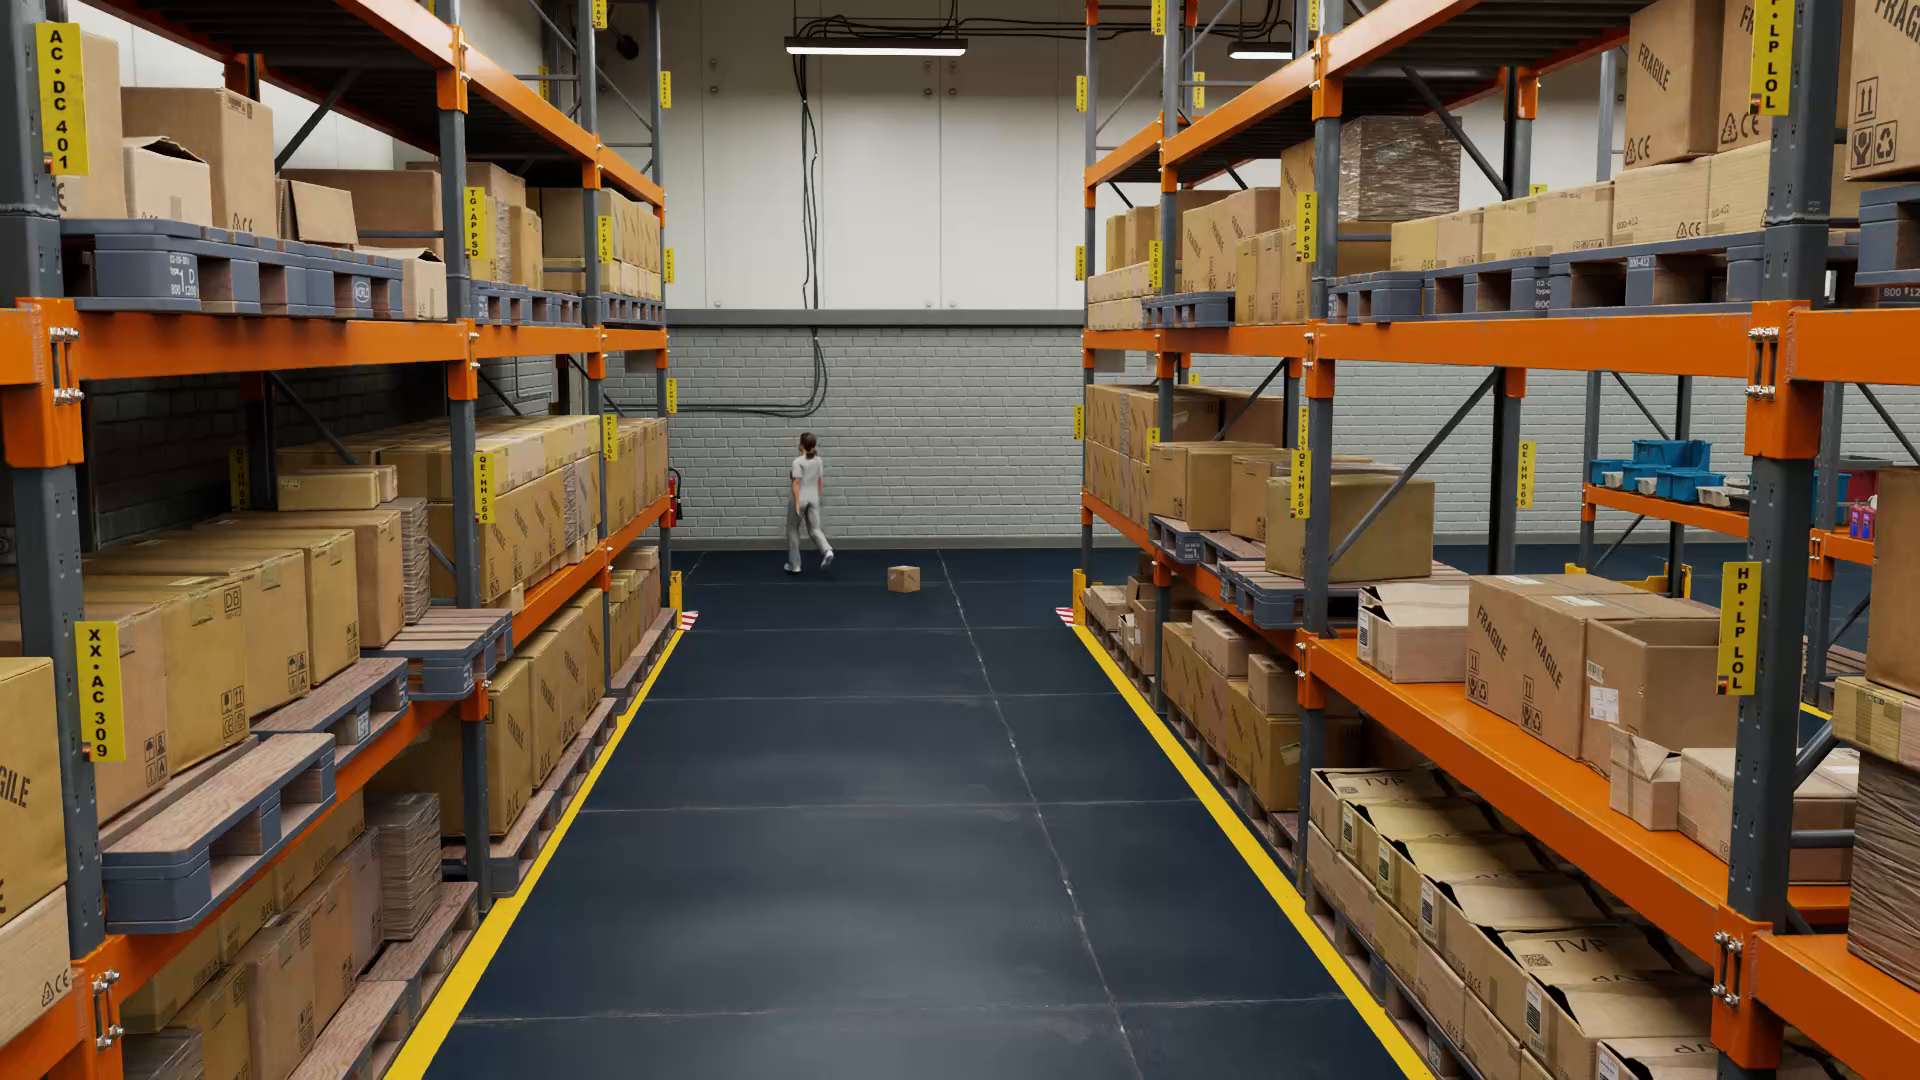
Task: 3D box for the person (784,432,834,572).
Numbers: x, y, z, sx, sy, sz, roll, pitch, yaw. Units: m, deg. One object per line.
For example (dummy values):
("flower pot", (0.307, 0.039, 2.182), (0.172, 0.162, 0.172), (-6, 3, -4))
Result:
("person", (-1.766, -0.427, 19.211), (0.434, 1.632, 0.860), (-4, 8, -33))
